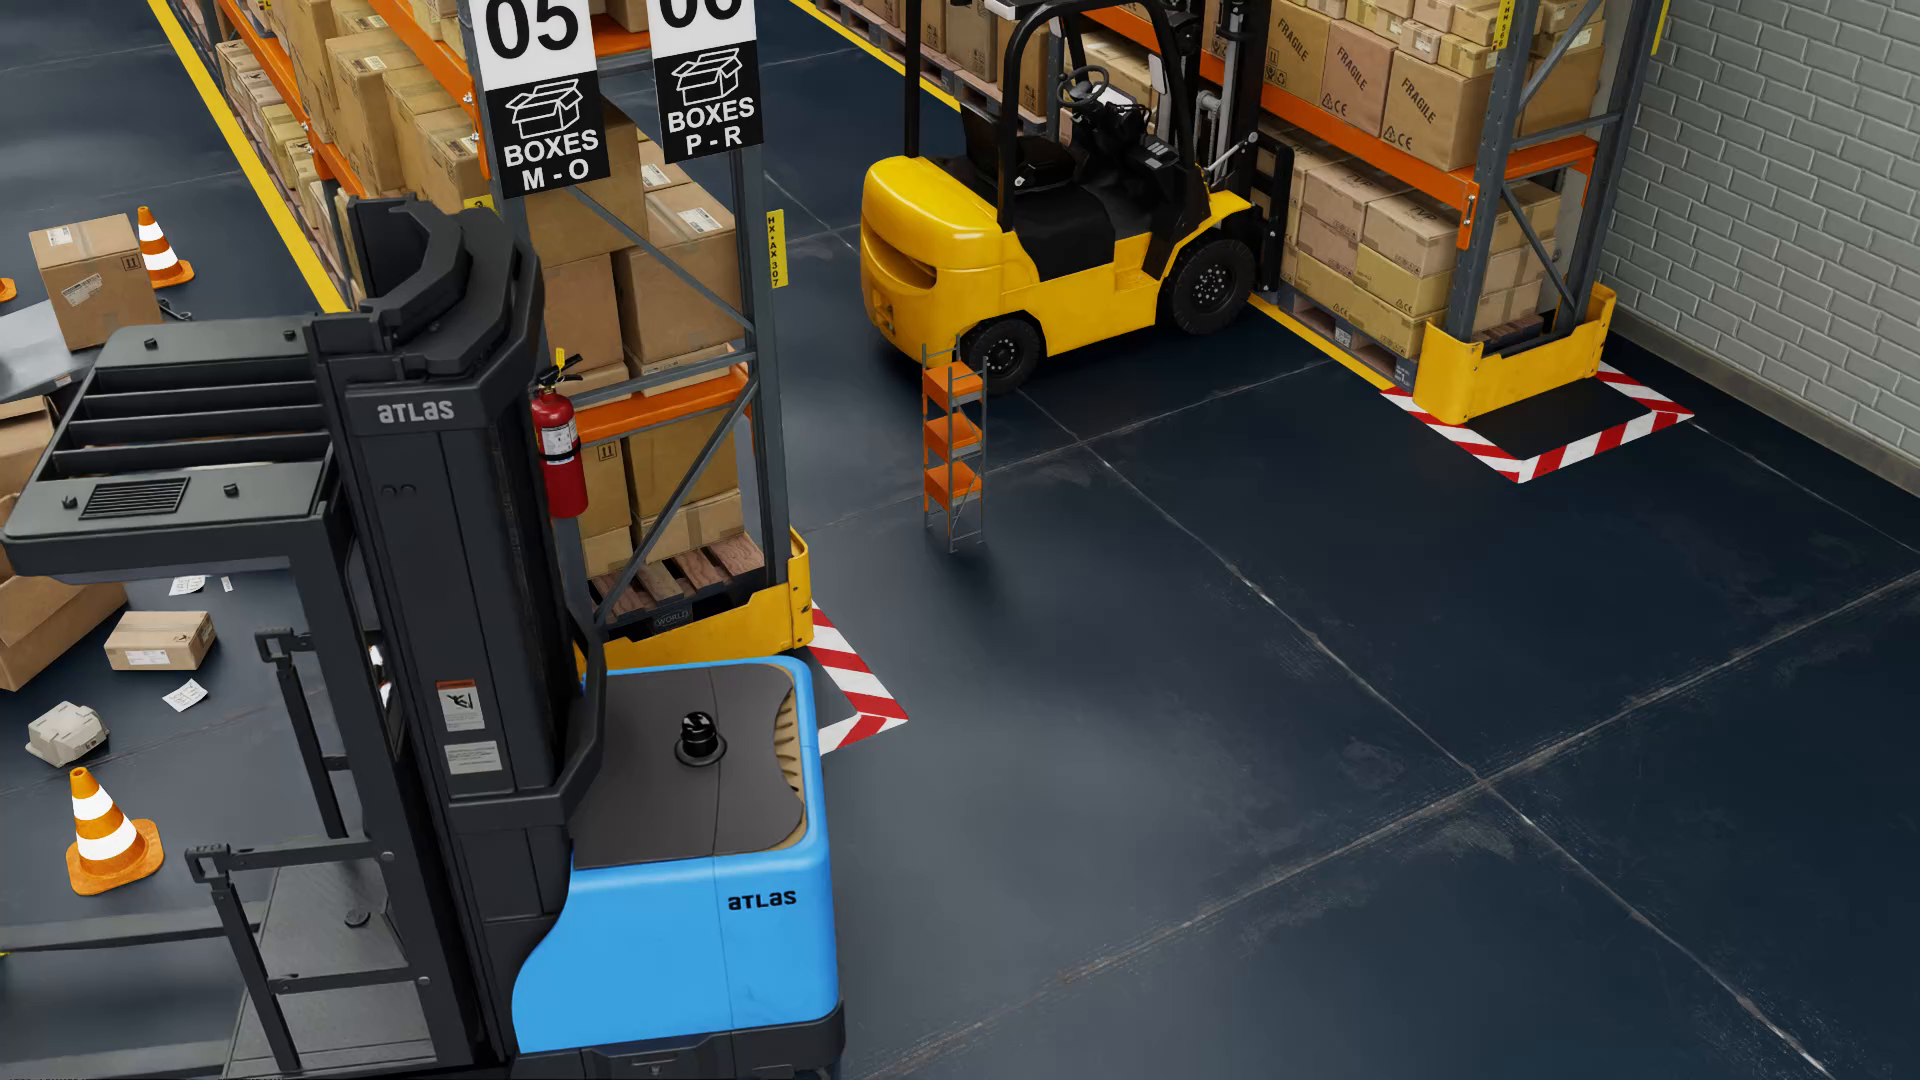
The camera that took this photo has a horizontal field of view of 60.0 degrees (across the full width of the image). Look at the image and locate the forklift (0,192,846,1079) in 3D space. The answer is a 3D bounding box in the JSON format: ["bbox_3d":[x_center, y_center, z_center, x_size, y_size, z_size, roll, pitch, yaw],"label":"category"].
[{"bbox_3d":[-1.954,0.482,5.105,3.031,2.935,1.130,-5,36,-6],"label":"forklift"}]

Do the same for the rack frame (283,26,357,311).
[{"bbox_3d":[-3.210,-2.668,9.359,1.000,3.000,0.127,-19,40,-24],"label":"rack frame"}]

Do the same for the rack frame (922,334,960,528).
[{"bbox_3d":[-0.088,-0.513,8.063,0.200,1.050,0.008,-19,40,-24],"label":"rack frame"}]

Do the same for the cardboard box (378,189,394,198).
[{"bbox_3d":[-2.446,-1.760,7.780,0.500,0.500,0.500,-18,40,-23],"label":"cardboard box"}]

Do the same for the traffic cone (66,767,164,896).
[{"bbox_3d":[-3.321,1.062,6.404,0.336,0.463,0.334,-19,40,-24],"label":"traffic cone"}]

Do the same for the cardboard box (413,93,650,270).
[{"bbox_3d":[-1.646,-1.388,6.422,0.700,0.500,0.500,-20,41,-25],"label":"cardboard box"}]

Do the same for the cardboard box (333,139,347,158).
[{"bbox_3d":[-3.157,-2.197,8.928,0.380,0.149,0.250,-18,40,-23],"label":"cardboard box"}]

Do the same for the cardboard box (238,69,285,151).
[{"bbox_3d":[-4.567,-3.151,11.893,0.950,0.372,0.625,-20,41,-25],"label":"cardboard box"}]

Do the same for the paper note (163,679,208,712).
[{"bbox_3d":[-3.397,0.679,7.294,0.142,0.019,0.148,26,44,31],"label":"paper note"}]

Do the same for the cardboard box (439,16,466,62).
[{"bbox_3d":[-1.622,-1.837,5.891,0.380,0.149,0.250,-19,40,-24],"label":"cardboard box"}]

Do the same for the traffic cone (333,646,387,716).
[{"bbox_3d":[-2.532,0.560,7.091,0.336,0.463,0.334,-19,40,-24],"label":"traffic cone"}]

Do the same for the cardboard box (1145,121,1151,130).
[{"bbox_3d":[1.311,-2.807,11.102,0.500,0.250,0.500,-19,40,-24],"label":"cardboard box"}]

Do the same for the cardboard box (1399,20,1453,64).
[{"bbox_3d":[2.519,-2.618,8.657,0.380,0.149,0.250,-18,40,-23],"label":"cardboard box"}]

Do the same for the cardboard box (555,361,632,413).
[{"bbox_3d":[-1.573,-0.654,6.815,0.380,0.149,0.250,-18,40,-22],"label":"cardboard box"}]

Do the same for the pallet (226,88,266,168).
[{"bbox_3d":[-4.828,-3.182,12.428,1.003,0.211,1.213,-19,40,-24],"label":"pallet"}]

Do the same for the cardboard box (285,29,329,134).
[{"bbox_3d":[-3.230,-2.521,8.822,0.500,0.500,0.500,-19,40,-24],"label":"cardboard box"}]

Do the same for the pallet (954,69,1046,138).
[{"bbox_3d":[0.676,-3.379,12.697,1.003,0.211,1.213,-19,40,-24],"label":"pallet"}]

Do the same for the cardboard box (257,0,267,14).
[{"bbox_3d":[-3.891,-3.418,9.693,0.500,0.500,0.500,-19,40,-24],"label":"cardboard box"}]

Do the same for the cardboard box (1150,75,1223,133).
[{"bbox_3d":[1.560,-2.750,10.599,0.500,0.250,0.500,-18,40,-22],"label":"cardboard box"}]

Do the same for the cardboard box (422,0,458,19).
[{"bbox_3d":[-1.691,-2.080,5.886,0.500,0.250,0.500,-19,40,-24],"label":"cardboard box"}]

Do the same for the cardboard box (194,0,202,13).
[{"bbox_3d":[-5.939,-4.852,13.795,0.875,0.875,0.875,-18,40,-23],"label":"cardboard box"}]

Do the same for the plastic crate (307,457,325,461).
[{"bbox_3d":[-3.130,-0.445,8.791,0.583,0.080,0.402,26,44,31],"label":"plastic crate"}]

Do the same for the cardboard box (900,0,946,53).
[{"bbox_3d":[0.045,-4.395,13.381,0.875,0.625,0.625,-21,41,-26],"label":"cardboard box"}]

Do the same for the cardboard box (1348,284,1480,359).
[{"bbox_3d":[2.580,-1.306,9.470,0.500,0.250,0.500,-19,40,-24],"label":"cardboard box"}]

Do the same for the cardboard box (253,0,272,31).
[{"bbox_3d":[-3.985,-3.177,9.914,0.380,0.149,0.250,-20,40,-25],"label":"cardboard box"}]

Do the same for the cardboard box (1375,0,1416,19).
[{"bbox_3d":[2.422,-2.885,8.770,0.380,0.149,0.250,-18,40,-23],"label":"cardboard box"}]

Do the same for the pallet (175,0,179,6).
[{"bbox_3d":[-6.777,-5.250,15.259,1.003,0.211,1.213,-19,40,-24],"label":"pallet"}]

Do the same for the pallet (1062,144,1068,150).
[{"bbox_3d":[1.443,-2.596,11.626,1.003,0.211,1.213,-19,40,-24],"label":"pallet"}]

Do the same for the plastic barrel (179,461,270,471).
[{"bbox_3d":[-3.547,-0.192,8.154,0.512,0.421,0.421,6,37,8],"label":"plastic barrel"}]

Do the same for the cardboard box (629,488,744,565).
[{"bbox_3d":[-1.367,-0.180,7.929,0.500,0.250,0.500,-19,40,-24],"label":"cardboard box"}]

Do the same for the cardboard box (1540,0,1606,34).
[{"bbox_3d":[3.105,-2.758,8.595,0.380,0.149,0.250,-20,41,-25],"label":"cardboard box"}]

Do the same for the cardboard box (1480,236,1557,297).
[{"bbox_3d":[3.033,-1.663,9.535,0.500,0.250,0.500,-18,40,-23],"label":"cardboard box"}]

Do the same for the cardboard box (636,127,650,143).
[{"bbox_3d":[-1.719,-1.635,7.608,0.500,0.500,0.500,-20,41,-25],"label":"cardboard box"}]

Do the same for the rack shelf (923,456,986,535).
[{"bbox_3d":[-0.027,-0.218,8.148,0.215,0.259,0.240,-19,40,-24],"label":"rack shelf"}]

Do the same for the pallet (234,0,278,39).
[{"bbox_3d":[-4.190,-3.633,10.843,1.003,0.211,1.213,-19,40,-24],"label":"pallet"}]

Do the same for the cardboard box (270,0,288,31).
[{"bbox_3d":[-3.177,-2.943,8.552,0.700,0.500,0.500,-19,40,-24],"label":"cardboard box"}]

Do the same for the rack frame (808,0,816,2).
[{"bbox_3d":[-0.930,-6.180,14.169,1.000,3.000,0.127,-19,40,-24],"label":"rack frame"}]

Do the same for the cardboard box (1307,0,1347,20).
[{"bbox_3d":[2.152,-3.021,9.208,0.380,0.149,0.250,-20,41,-25],"label":"cardboard box"}]

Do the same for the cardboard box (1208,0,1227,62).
[{"bbox_3d":[1.843,-3.096,9.861,0.500,0.500,0.500,-19,40,-24],"label":"cardboard box"}]

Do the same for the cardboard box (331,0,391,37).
[{"bbox_3d":[-2.369,-2.173,7.498,0.700,0.500,0.500,-19,40,-24],"label":"cardboard box"}]

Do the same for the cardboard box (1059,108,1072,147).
[{"bbox_3d":[1.037,-2.855,11.591,0.500,0.250,0.500,-18,40,-23],"label":"cardboard box"}]

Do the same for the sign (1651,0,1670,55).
[{"bbox_3d":[3.572,-2.644,8.525,0.100,0.325,0.005,-19,40,-24],"label":"sign"}]

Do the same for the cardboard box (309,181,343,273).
[{"bbox_3d":[-3.476,-2.043,10.376,0.950,0.372,0.625,-18,40,-23],"label":"cardboard box"}]

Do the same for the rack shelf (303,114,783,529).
[{"bbox_3d":[-2.205,-1.357,8.175,1.077,0.370,4.000,-19,40,-24],"label":"rack shelf"}]

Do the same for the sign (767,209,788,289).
[{"bbox_3d":[-0.731,-1.138,6.531,0.100,0.325,0.005,-19,40,-24],"label":"sign"}]

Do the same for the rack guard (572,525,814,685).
[{"bbox_3d":[-1.239,0.343,7.357,1.175,0.500,0.348,-19,40,-24],"label":"rack guard"}]

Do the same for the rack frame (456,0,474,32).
[{"bbox_3d":[-1.201,-3.050,4.797,1.000,3.000,0.127,-19,40,-24],"label":"rack frame"}]

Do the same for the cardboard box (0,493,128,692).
[{"bbox_3d":[-4.272,0.235,7.502,0.637,0.503,0.797,12,38,16],"label":"cardboard box"}]

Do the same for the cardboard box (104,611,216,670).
[{"bbox_3d":[-3.605,0.454,7.502,0.380,0.149,0.250,0,36,0],"label":"cardboard box"}]

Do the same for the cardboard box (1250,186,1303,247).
[{"bbox_3d":[2.054,-2.033,10.042,0.500,0.250,0.500,-20,41,-25],"label":"cardboard box"}]

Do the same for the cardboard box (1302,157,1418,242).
[{"bbox_3d":[2.327,-1.965,9.524,0.500,0.250,0.500,-18,40,-23],"label":"cardboard box"}]

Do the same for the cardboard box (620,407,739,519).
[{"bbox_3d":[-1.379,-0.495,7.724,0.500,0.500,0.500,-20,41,-25],"label":"cardboard box"}]

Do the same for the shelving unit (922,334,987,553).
[{"bbox_3d":[-0.027,-0.451,7.978,0.215,1.050,0.252,-19,40,-24],"label":"shelving unit"}]

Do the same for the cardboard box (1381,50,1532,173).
[{"bbox_3d":[2.615,-2.314,8.790,0.500,0.500,0.500,-20,41,-25],"label":"cardboard box"}]
